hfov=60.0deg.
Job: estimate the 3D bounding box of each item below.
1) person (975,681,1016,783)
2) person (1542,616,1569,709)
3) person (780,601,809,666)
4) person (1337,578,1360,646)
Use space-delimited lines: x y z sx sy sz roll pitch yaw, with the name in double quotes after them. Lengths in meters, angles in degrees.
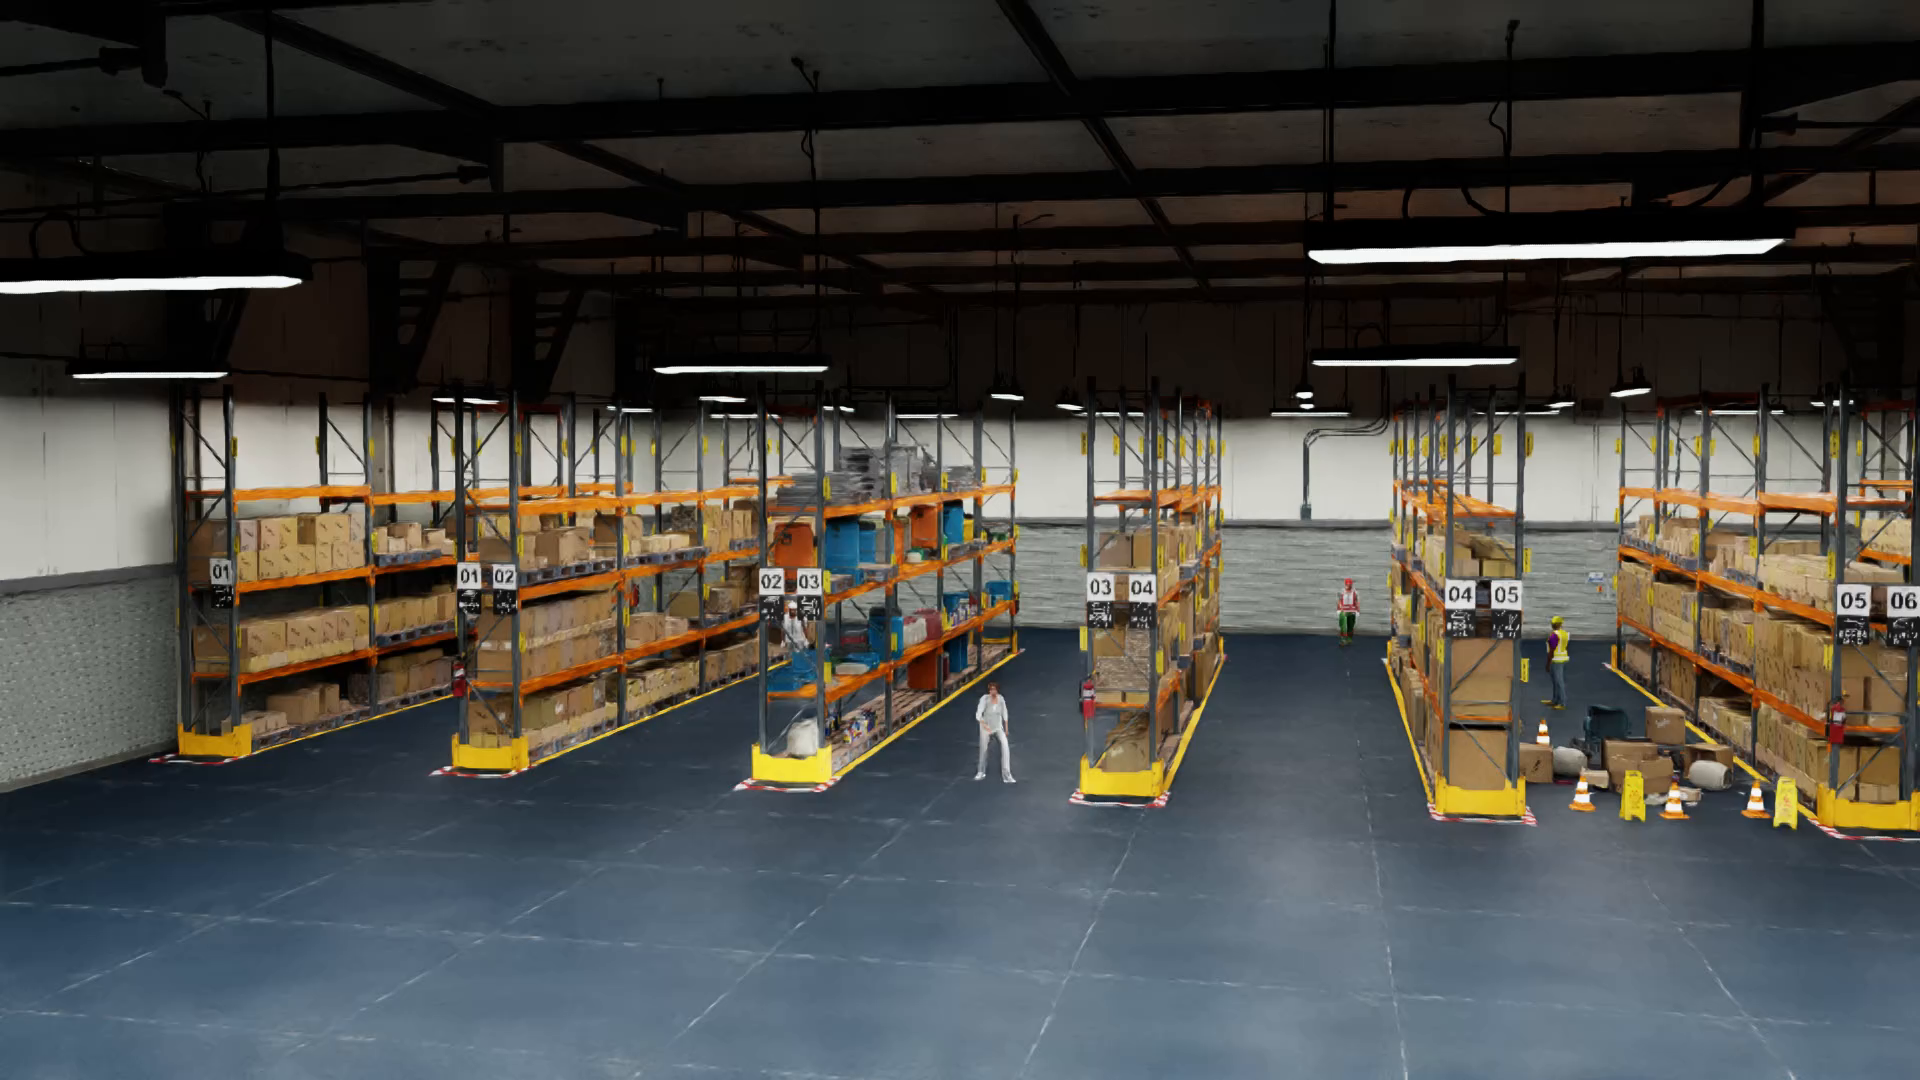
0.498 2.839 24.794 0.574 1.535 0.749 0 3 -8 "person"
11.399 2.325 31.826 0.574 1.764 0.669 3 4 41 "person"
-3.562 2.143 35.507 0.571 1.701 1.112 1 3 10 "person"
9.756 1.792 41.756 0.551 1.707 1.109 1 3 10 "person"
